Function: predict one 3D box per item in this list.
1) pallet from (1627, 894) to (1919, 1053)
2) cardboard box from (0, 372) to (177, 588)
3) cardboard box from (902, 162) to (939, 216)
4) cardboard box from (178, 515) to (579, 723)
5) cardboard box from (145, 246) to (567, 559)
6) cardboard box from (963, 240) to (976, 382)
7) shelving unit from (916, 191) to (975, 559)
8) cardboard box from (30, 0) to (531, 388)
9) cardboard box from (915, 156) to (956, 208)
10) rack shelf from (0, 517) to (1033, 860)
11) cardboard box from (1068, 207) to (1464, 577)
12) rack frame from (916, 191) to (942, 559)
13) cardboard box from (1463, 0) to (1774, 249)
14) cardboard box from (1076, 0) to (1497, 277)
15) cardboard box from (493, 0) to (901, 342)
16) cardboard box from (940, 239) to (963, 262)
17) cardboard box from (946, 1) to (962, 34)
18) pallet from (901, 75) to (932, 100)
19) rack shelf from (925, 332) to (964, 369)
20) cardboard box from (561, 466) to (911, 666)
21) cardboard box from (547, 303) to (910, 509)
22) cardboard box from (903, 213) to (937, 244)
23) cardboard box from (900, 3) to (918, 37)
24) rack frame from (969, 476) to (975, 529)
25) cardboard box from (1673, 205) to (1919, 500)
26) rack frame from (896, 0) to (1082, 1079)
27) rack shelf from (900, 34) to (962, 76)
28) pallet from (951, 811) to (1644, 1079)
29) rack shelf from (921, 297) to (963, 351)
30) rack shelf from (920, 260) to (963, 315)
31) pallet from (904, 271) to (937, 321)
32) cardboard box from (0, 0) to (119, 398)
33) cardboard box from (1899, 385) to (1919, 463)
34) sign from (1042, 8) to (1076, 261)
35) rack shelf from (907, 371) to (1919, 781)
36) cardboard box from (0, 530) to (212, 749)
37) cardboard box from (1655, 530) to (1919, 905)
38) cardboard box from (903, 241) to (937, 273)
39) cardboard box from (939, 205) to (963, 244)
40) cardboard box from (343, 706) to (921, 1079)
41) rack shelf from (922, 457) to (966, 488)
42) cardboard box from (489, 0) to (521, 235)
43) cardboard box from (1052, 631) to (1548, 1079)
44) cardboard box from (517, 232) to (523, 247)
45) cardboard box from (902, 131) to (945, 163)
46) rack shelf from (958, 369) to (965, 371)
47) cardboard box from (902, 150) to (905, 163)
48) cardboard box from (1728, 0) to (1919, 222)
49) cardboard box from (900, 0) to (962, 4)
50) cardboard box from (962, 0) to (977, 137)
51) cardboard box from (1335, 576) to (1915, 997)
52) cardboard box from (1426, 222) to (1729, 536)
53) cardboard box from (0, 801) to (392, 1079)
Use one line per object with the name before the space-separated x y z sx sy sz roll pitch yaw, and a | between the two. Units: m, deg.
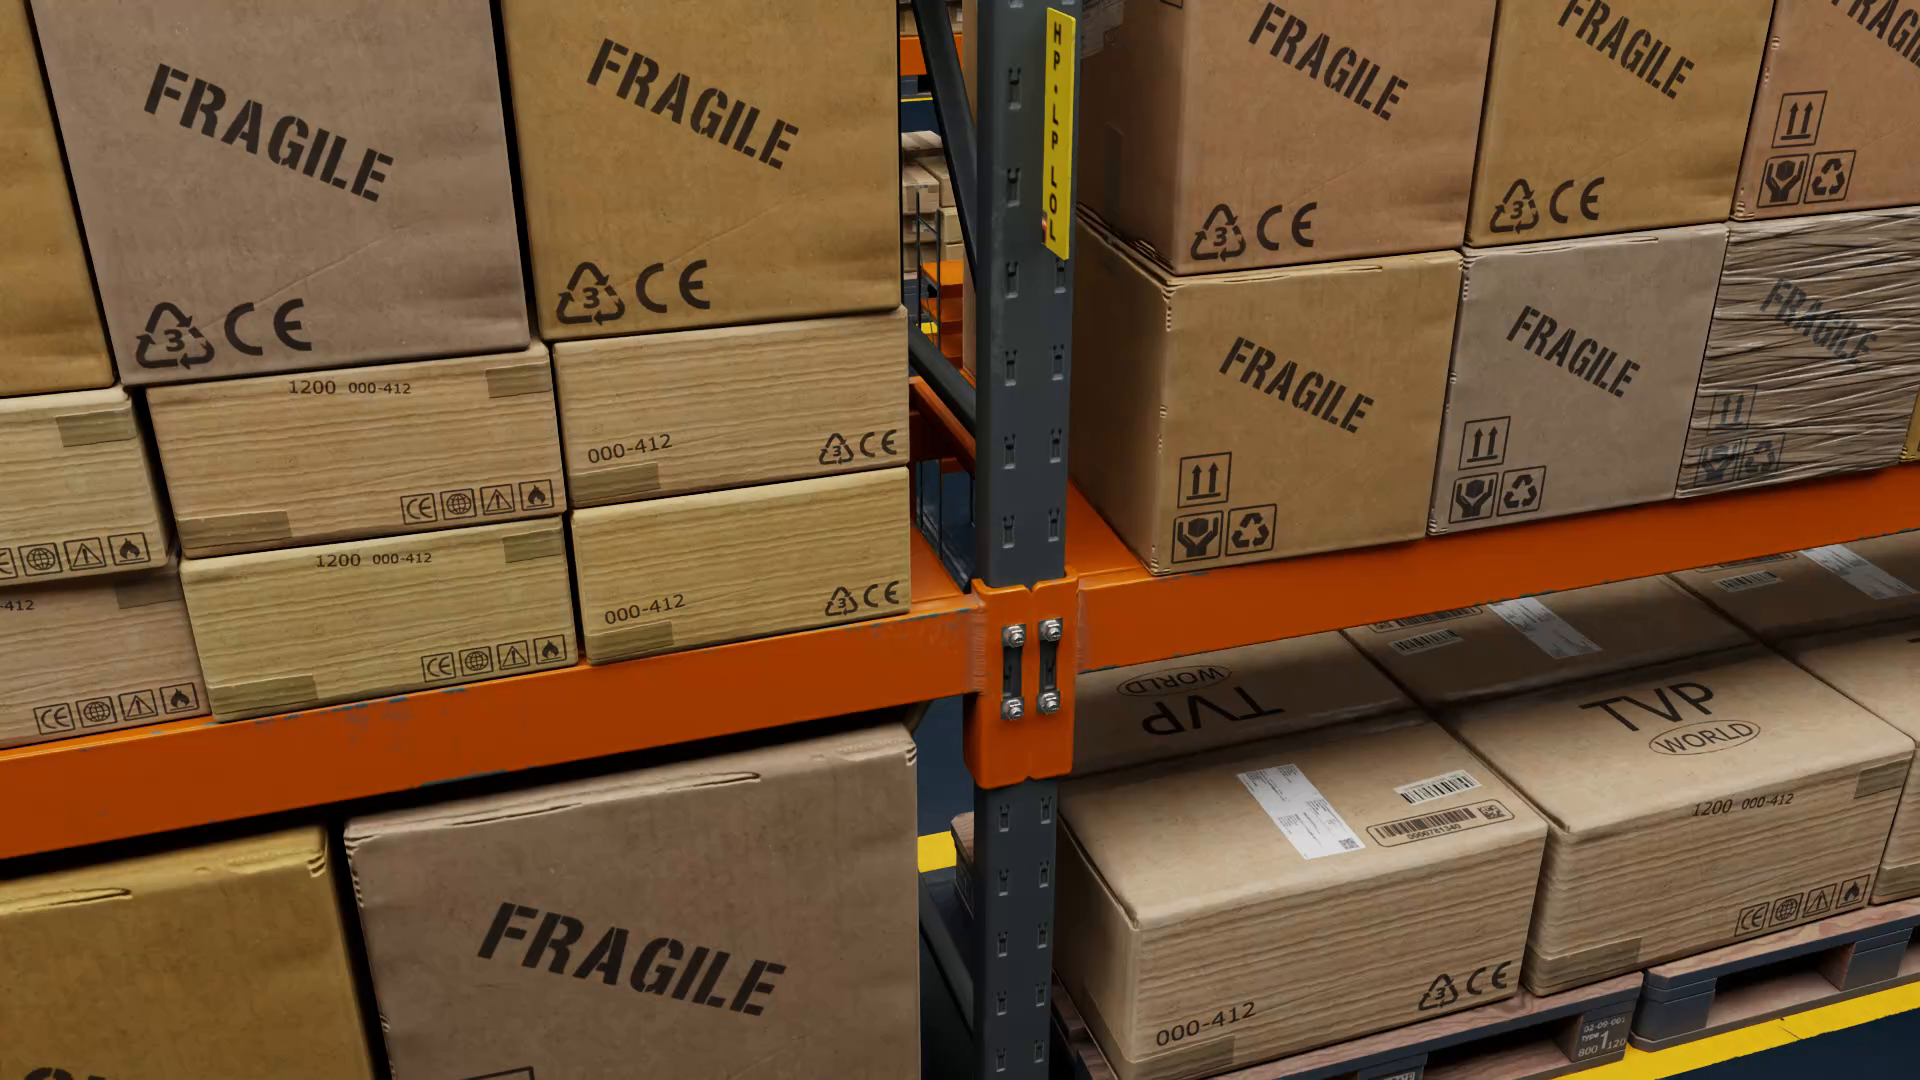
pallet | 1.865 0.708 4.086 1.213 0.211 1.003 -8 28 -16
cardboard box | -1.352 -0.147 2.279 0.500 0.250 0.500 -8 27 -15
cardboard box | -0.268 -1.630 7.726 0.250 0.149 0.380 -8 27 -15
cardboard box | -0.877 0.006 2.534 0.500 0.250 0.500 -9 28 -17
cardboard box | -0.861 -0.221 2.428 0.500 0.250 0.500 -8 27 -15
cardboard box | 0.318 -0.516 3.304 0.500 0.500 0.500 -8 27 -16
shelving unit | -0.014 -0.535 5.479 0.189 1.200 0.258 -8 28 -16
cardboard box | -0.881 -0.550 2.248 0.500 0.500 0.500 -8 27 -15
cardboard box | -0.034 -1.703 7.872 0.250 0.149 0.380 -9 28 -18
rack shelf | -1.946 0.298 2.585 4.000 0.370 1.077 -8 28 -16
cardboard box | 0.483 -0.298 2.865 0.500 0.500 0.500 -7 27 -14
rack frame | -0.101 -0.523 5.454 0.006 1.200 0.240 -8 28 -16
cardboard box | 0.966 -0.822 2.796 0.500 0.500 0.500 -9 28 -17
cardboard box | 0.483 -0.755 2.661 0.500 0.500 0.500 -8 28 -16
cardboard box | -0.391 -0.624 2.397 0.500 0.500 0.500 -7 27 -14
cardboard box | -0.006 -1.400 7.930 0.250 0.149 0.380 -9 28 -17
cardboard box | -0.065 -2.368 7.430 0.250 0.149 0.380 -7 27 -14
pallet | -0.046 -3.648 12.861 1.213 0.211 1.003 -8 28 -16
rack shelf | -0.014 -0.603 5.446 0.180 0.103 0.258 -8 28 -16
cardboard box | -0.393 -0.064 2.674 0.500 0.250 0.500 -9 28 -17
cardboard box | -0.388 -0.293 2.573 0.500 0.250 0.500 -8 28 -16
cardboard box | -0.270 -1.523 7.844 0.250 0.149 0.380 -7 27 -14
cardboard box | -0.322 -2.334 7.361 0.250 0.149 0.380 -8 27 -15
rack frame | 0.073 -0.548 5.505 0.006 1.200 0.240 -8 28 -16
cardboard box | 1.438 -0.431 3.133 0.500 0.500 0.500 -8 28 -16
rack frame | -0.044 -0.299 2.980 0.127 3.000 1.000 -8 28 -16
rack shelf | 0.228 -2.332 7.882 4.000 0.370 1.077 -8 28 -16
pallet | 0.703 0.878 3.744 1.213 0.211 1.003 -8 28 -16
rack shelf | -0.014 -0.711 5.392 0.180 0.103 0.258 -8 28 -16
rack shelf | -0.014 -0.818 5.339 0.180 0.103 0.258 -8 28 -16
pallet | 0.116 -1.407 8.346 1.213 0.211 1.003 -8 28 -16
cardboard box | -1.369 -0.488 2.124 0.500 0.500 0.500 -7 27 -15
cardboard box | 1.927 -0.502 3.276 0.500 0.500 0.500 -7 27 -15
sign | 0.133 -0.554 2.280 0.005 0.325 0.100 -8 28 -16
rack shelf | 1.857 -0.253 3.695 4.000 0.370 1.077 -8 28 -16
cardboard box | -1.363 0.067 2.410 0.500 0.250 0.500 -9 28 -17
cardboard box | 2.295 0.372 4.036 0.875 0.438 0.875 -7 27 -15
cardboard box | -0.283 -1.405 7.940 0.250 0.149 0.380 -9 28 -18
cardboard box | -0.010 -1.531 7.860 0.250 0.149 0.380 -8 28 -16
cardboard box | -0.609 0.583 3.119 0.875 0.875 0.875 -7 27 -14
rack shelf | -0.014 -0.281 5.606 0.180 0.103 0.258 -8 28 -16
cardboard box | -0.552 -0.853 2.858 0.500 0.500 0.500 -8 27 -16
cardboard box | 0.586 0.619 3.539 0.875 0.438 0.875 -9 28 -17
cardboard box | -0.550 -0.515 3.020 0.500 0.250 0.500 -9 28 -18
cardboard box | -0.198 -1.926 8.321 0.250 0.149 0.380 -9 28 -18
rack shelf | -0.014 -0.496 5.499 0.180 0.103 0.258 -8 28 -16
cardboard box | -0.451 -1.883 8.235 0.250 0.149 0.380 -10 28 -19
cardboard box | 1.456 -0.888 2.928 0.500 0.500 0.500 -8 27 -15
cardboard box | -0.166 -2.643 7.254 0.500 0.500 0.500 -9 28 -17
cardboard box | 0.319 -0.974 3.101 0.500 0.500 0.500 -8 28 -17
cardboard box | 1.437 0.495 3.788 0.875 0.438 0.875 -9 28 -18
cardboard box | 0.963 -0.366 3.001 0.500 0.500 0.500 -8 28 -16
cardboard box | -1.466 0.711 2.862 0.875 0.875 0.875 -7 27 -15
